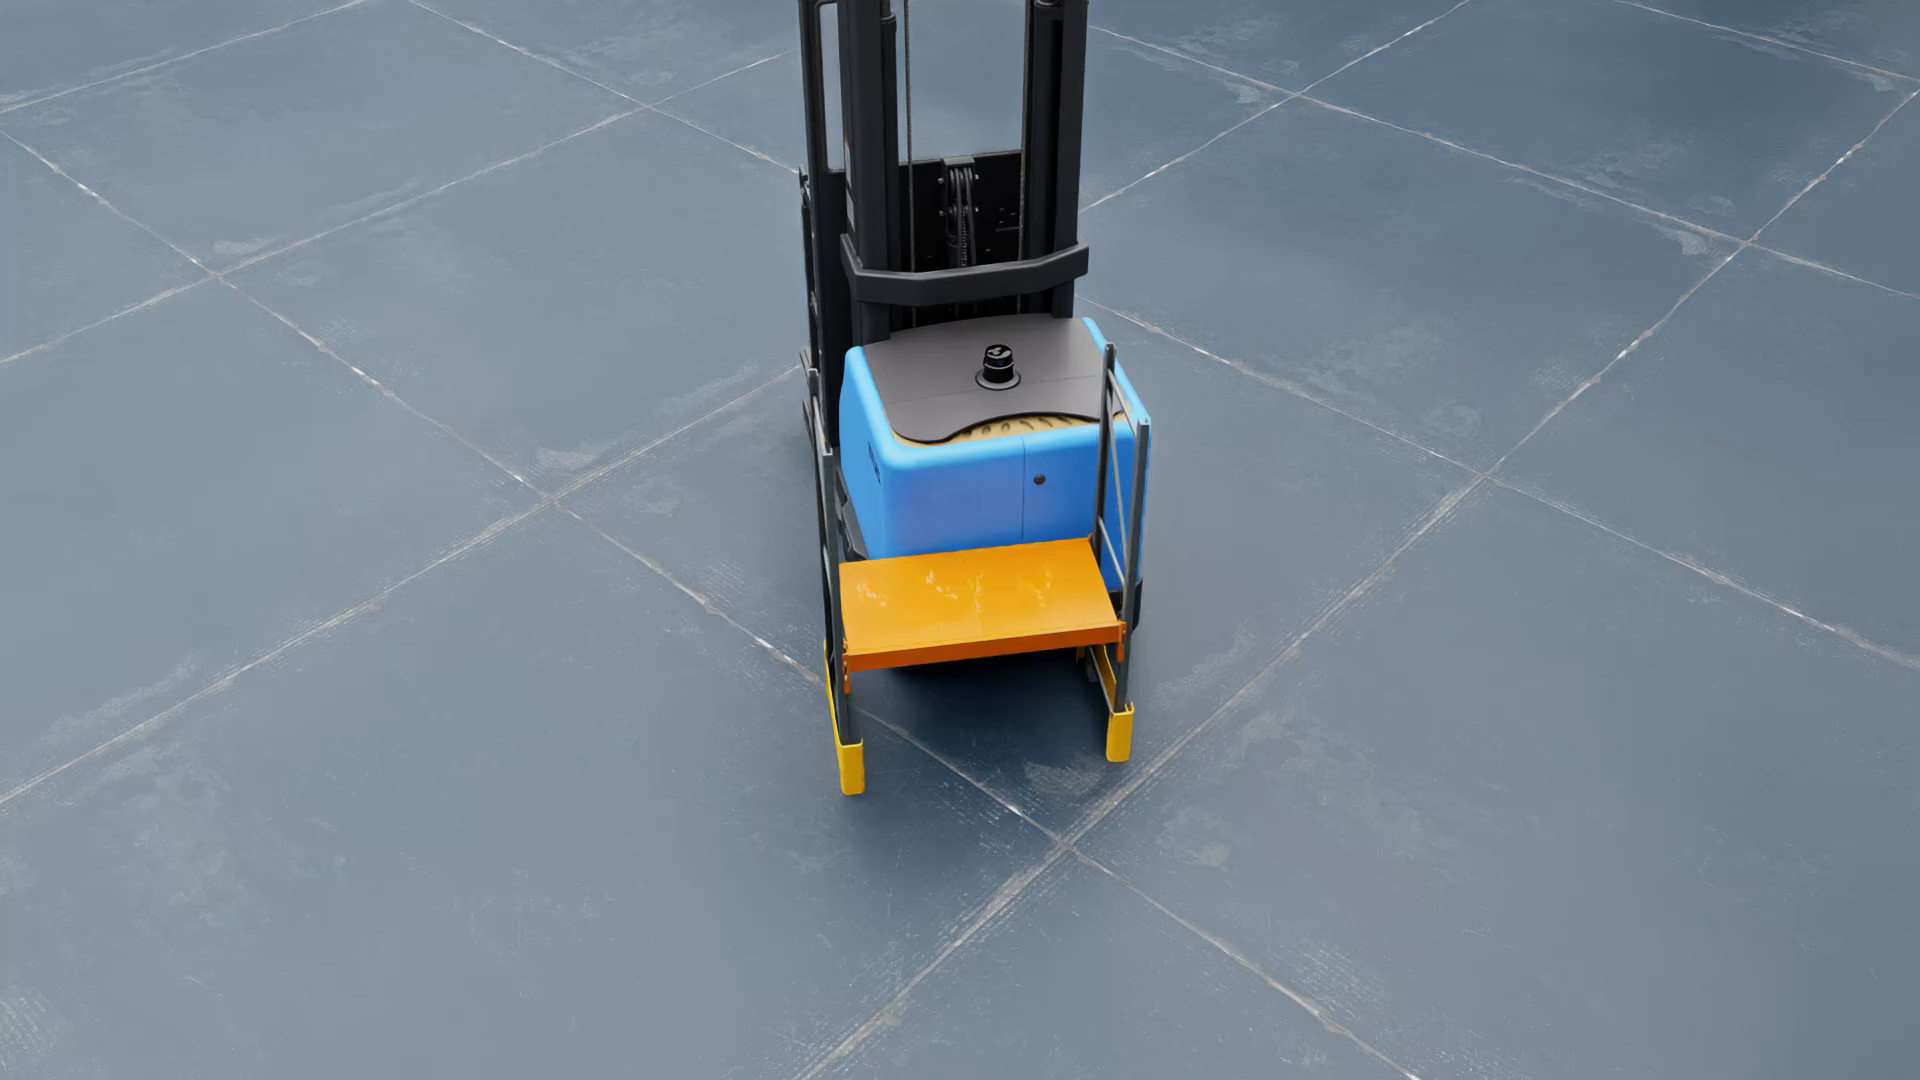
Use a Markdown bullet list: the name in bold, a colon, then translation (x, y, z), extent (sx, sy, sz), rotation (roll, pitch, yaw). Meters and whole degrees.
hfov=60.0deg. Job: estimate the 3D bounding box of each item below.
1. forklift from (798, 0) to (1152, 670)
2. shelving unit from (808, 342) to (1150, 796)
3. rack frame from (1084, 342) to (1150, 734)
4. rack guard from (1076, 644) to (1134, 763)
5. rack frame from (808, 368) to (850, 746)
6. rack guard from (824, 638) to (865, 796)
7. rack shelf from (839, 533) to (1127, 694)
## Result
- **forklift**: translation (-0.117, -1.562, 6.860), extent (1.130, 2.935, 3.031), rotation (-9, 39, -11)
- **shelving unit**: translation (0.057, 0.114, 5.900), extent (1.083, 1.500, 0.587), rotation (-6, 39, -7)
- **rack frame**: translation (0.550, 0.063, 5.964), extent (0.032, 1.500, 0.500), rotation (-6, 39, -7)
- **rack guard**: translation (0.548, 0.550, 6.355), extent (0.087, 0.250, 0.587), rotation (-6, 39, -7)
- **rack frame**: translation (-0.453, 0.167, 5.833), extent (0.032, 1.500, 0.500), rotation (-6, 39, -7)
- **rack guard**: translation (-0.434, 0.653, 6.226), extent (0.087, 0.250, 0.587), rotation (-6, 39, -7)
- **rack shelf**: translation (0.048, 0.255, 6.011), extent (1.000, 0.185, 0.538), rotation (-6, 39, -7)
